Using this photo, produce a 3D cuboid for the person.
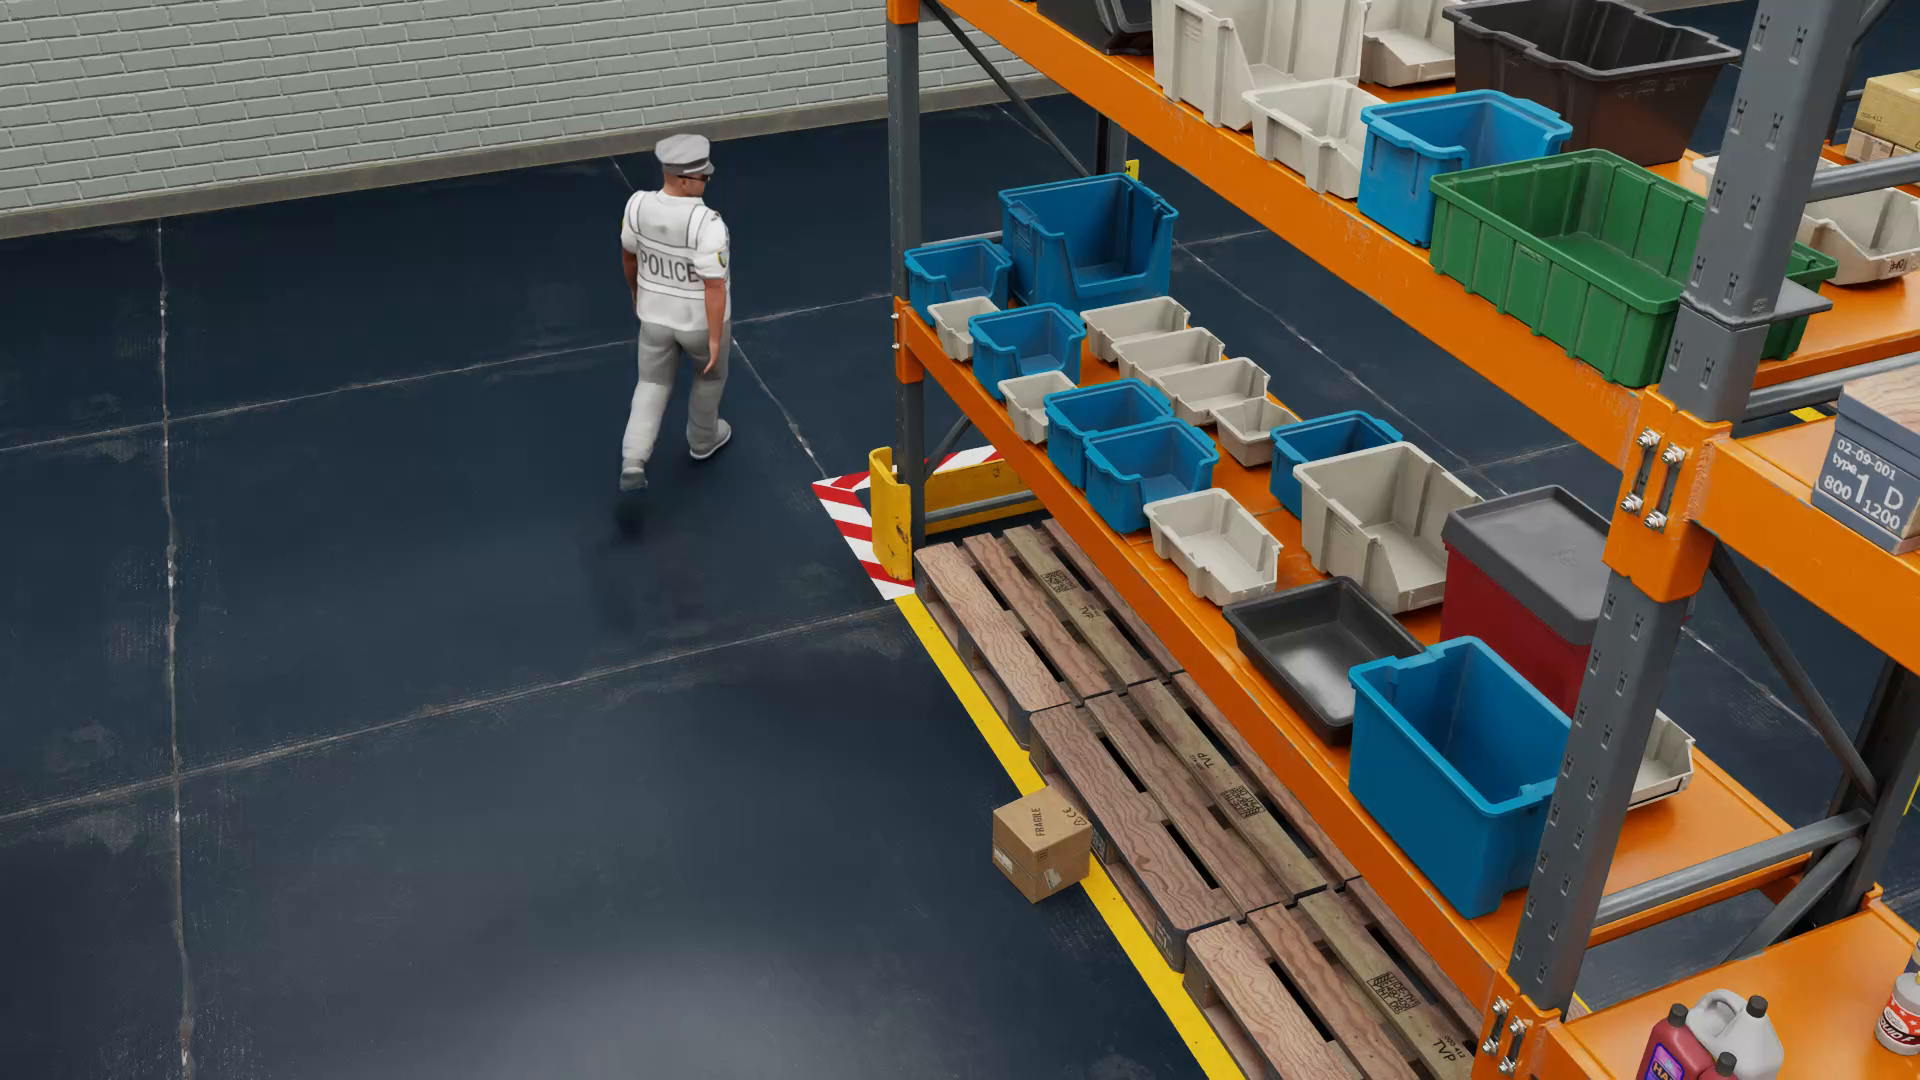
[{"bbox_3d":[-1.316,-1.036,7.710,0.612,1.704,0.910,8,34,12],"label":"person"}]
